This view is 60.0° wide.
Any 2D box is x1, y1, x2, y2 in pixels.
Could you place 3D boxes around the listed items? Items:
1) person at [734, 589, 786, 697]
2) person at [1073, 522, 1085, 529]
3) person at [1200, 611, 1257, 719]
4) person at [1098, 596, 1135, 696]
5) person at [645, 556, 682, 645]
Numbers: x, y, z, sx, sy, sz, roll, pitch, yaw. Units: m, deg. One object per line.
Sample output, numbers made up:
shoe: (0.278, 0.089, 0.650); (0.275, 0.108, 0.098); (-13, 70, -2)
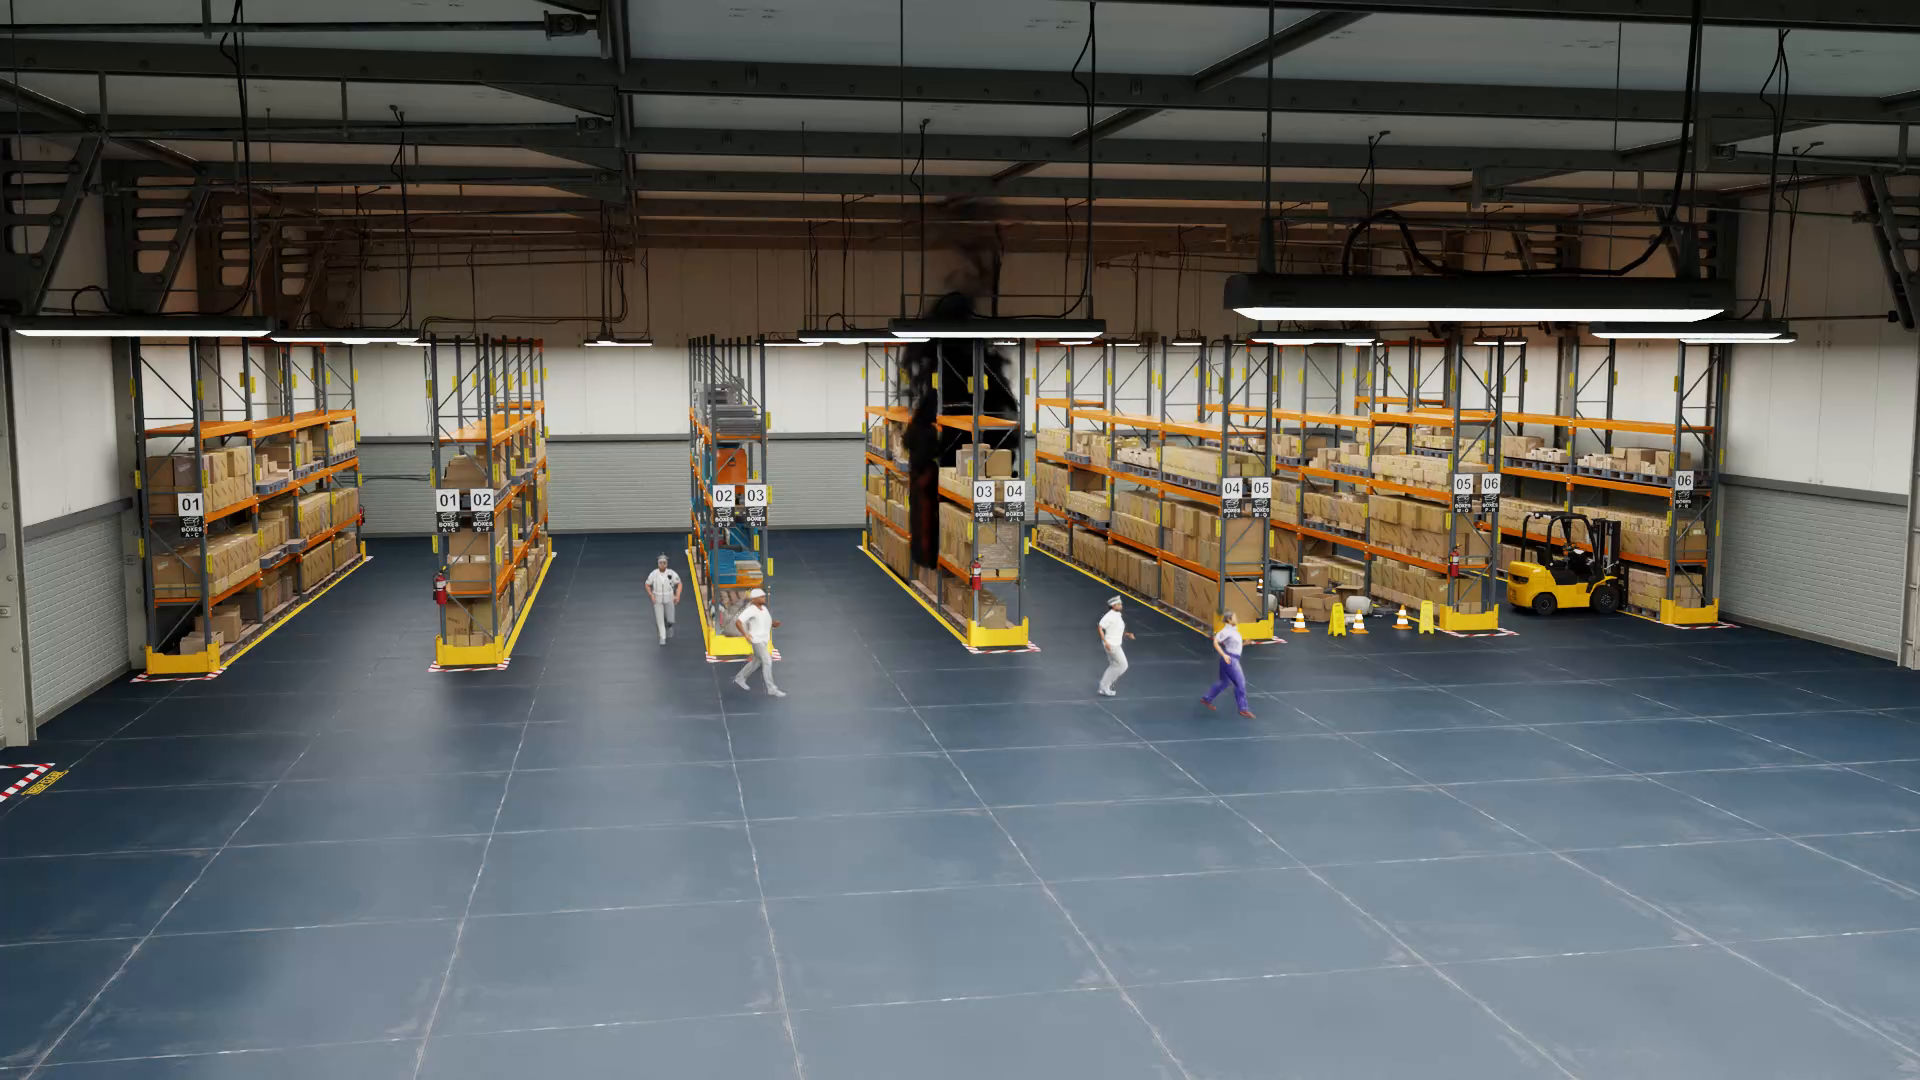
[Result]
person: (-3.309, 1.674, 27.438); (0.969, 1.759, 0.702); (2, 7, 16)
person: (3.558, -0.839, 49.994); (0.721, 1.713, 0.600); (-5, 8, -34)
person: (4.200, 1.931, 25.899); (0.877, 1.671, 0.576); (1, 7, 11)
person: (2.583, 1.743, 27.542); (0.589, 1.668, 0.585); (2, 7, 17)
person: (-5.770, 1.146, 32.379); (0.710, 1.729, 0.631); (-1, 7, -11)
